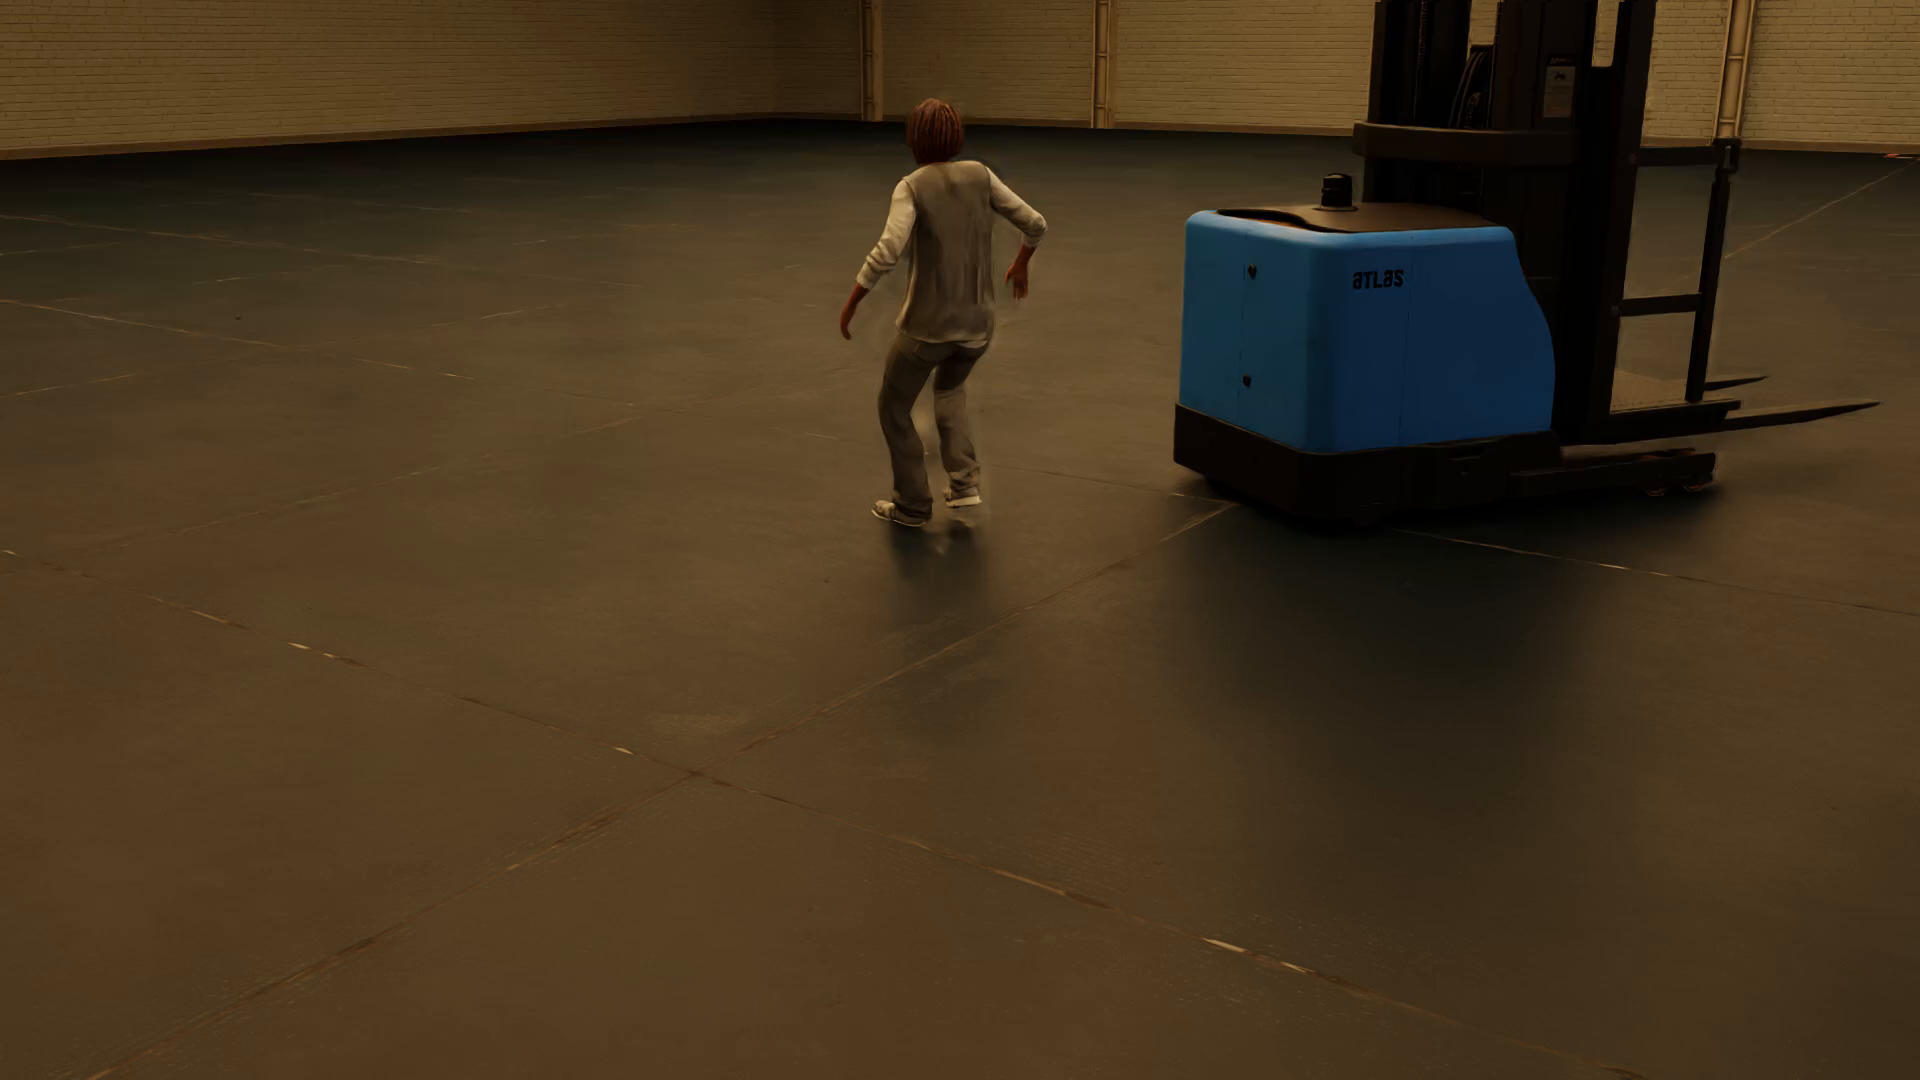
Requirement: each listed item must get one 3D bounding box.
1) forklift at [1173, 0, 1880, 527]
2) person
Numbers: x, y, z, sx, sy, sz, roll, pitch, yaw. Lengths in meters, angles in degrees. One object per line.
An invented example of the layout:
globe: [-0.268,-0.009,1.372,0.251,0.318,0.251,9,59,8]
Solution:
forklift: [2.437,-1.704,6.531,3.031,2.935,1.130,-7,18,-22]
person: [-0.100,-0.770,5.898,0.766,1.548,0.581,-8,18,-25]
